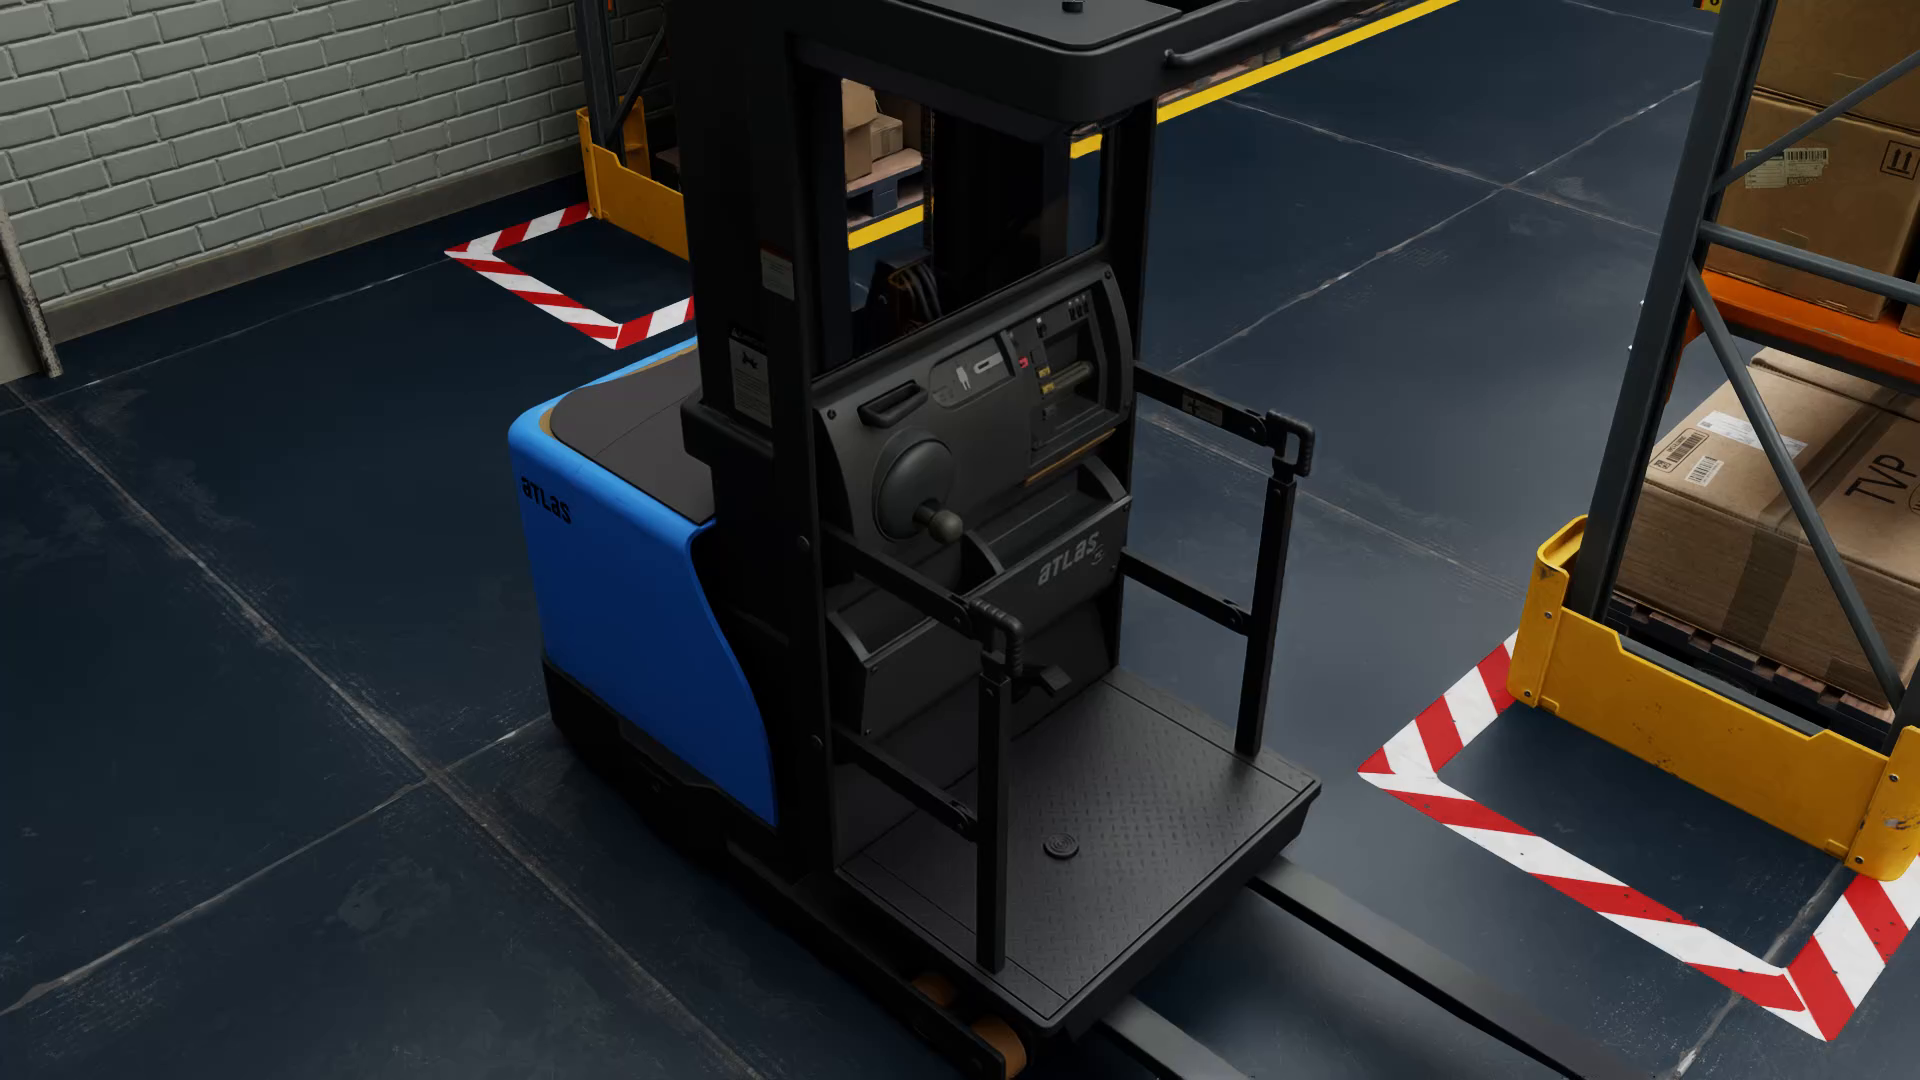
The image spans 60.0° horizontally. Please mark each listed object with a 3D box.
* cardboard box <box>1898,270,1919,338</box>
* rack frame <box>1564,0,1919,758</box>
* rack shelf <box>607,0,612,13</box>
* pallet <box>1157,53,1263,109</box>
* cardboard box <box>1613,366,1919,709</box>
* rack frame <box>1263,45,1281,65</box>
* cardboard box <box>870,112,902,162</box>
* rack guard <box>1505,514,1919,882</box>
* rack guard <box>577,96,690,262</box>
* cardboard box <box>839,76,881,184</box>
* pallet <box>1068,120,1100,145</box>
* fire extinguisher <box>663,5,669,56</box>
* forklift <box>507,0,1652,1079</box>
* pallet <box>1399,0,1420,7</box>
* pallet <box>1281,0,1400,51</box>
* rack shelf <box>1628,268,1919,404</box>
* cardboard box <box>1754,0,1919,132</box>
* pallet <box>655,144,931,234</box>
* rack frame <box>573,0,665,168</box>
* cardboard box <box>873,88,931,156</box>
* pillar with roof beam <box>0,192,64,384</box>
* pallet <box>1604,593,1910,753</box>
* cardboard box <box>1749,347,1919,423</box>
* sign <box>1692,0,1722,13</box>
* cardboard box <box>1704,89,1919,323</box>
[{"bbox_3d":[2.740,-0.737,4.097,0.500,0.500,0.500,29,44,35],"label":"cardboard box"},{"bbox_3d":[2.198,-0.617,4.013,1.000,3.000,0.127,30,45,35],"label":"rack frame"},{"bbox_3d":[0.082,-3.133,8.249,1.077,0.370,4.000,30,45,35],"label":"rack shelf"},{"bbox_3d":[1.007,-2.818,9.606,1.003,0.211,1.213,30,45,35],"label":"pallet"},{"bbox_3d":[2.592,-0.047,5.067,0.875,0.438,0.875,28,44,34],"label":"cardboard box"},{"bbox_3d":[1.491,-4.240,9.207,1.000,3.000,0.127,30,45,35],"label":"rack frame"},{"bbox_3d":[-0.502,-1.986,8.100,0.380,0.149,0.250,28,43,34],"label":"cardboard box"},{"bbox_3d":[2.181,0.418,4.714,1.175,0.500,0.348,30,45,35],"label":"rack guard"},{"bbox_3d":[-1.274,-1.622,7.638,1.175,0.500,0.348,30,45,35],"label":"rack guard"},{"bbox_3d":[-0.829,-1.974,7.774,0.797,0.503,0.637,28,43,34],"label":"cardboard box"},{"bbox_3d":[0.147,-2.320,8.892,1.003,0.211,1.213,30,45,35],"label":"pallet"},{"bbox_3d":[-1.103,-2.185,6.655,0.296,0.674,0.183,30,45,35],"label":"fire extinguisher"},{"bbox_3d":[0.216,-0.258,3.558,3.031,2.935,1.130,28,44,34],"label":"forklift"},{"bbox_3d":[2.897,-3.939,11.214,1.003,0.211,1.213,30,45,35],"label":"pallet"},{"bbox_3d":[2.037,-3.441,10.500,1.003,0.211,1.213,30,45,35],"label":"pallet"},{"bbox_3d":[3.607,-1.134,5.382,1.077,0.370,4.000,30,45,35],"label":"rack shelf"},{"bbox_3d":[2.369,-1.360,4.116,0.500,0.500,0.500,-28,44,-34],"label":"cardboard box"},{"bbox_3d":[-0.713,-1.827,8.185,1.003,0.211,1.213,30,45,35],"label":"pallet"},{"bbox_3d":[-1.327,-2.616,6.879,1.000,3.000,0.127,30,45,35],"label":"rack frame"},{"bbox_3d":[-0.199,-2.304,8.250,0.500,0.500,0.700,-28,44,-34],"label":"cardboard box"},{"bbox_3d":[-0.811,-2.610,1.626,9.100,9.000,0.400,30,45,35],"label":"pillar with roof beam"},{"bbox_3d":[2.706,0.171,5.321,1.003,0.211,1.213,30,45,35],"label":"pallet"},{"bbox_3d":[3.231,-0.421,5.605,0.875,0.438,0.875,-29,44,-34],"label":"cardboard box"},{"bbox_3d":[1.823,-1.413,3.935,0.100,0.325,0.005,30,45,35],"label":"sign"},{"bbox_3d":[2.350,-0.961,4.418,0.500,0.500,0.500,-30,45,-35],"label":"cardboard box"}]
